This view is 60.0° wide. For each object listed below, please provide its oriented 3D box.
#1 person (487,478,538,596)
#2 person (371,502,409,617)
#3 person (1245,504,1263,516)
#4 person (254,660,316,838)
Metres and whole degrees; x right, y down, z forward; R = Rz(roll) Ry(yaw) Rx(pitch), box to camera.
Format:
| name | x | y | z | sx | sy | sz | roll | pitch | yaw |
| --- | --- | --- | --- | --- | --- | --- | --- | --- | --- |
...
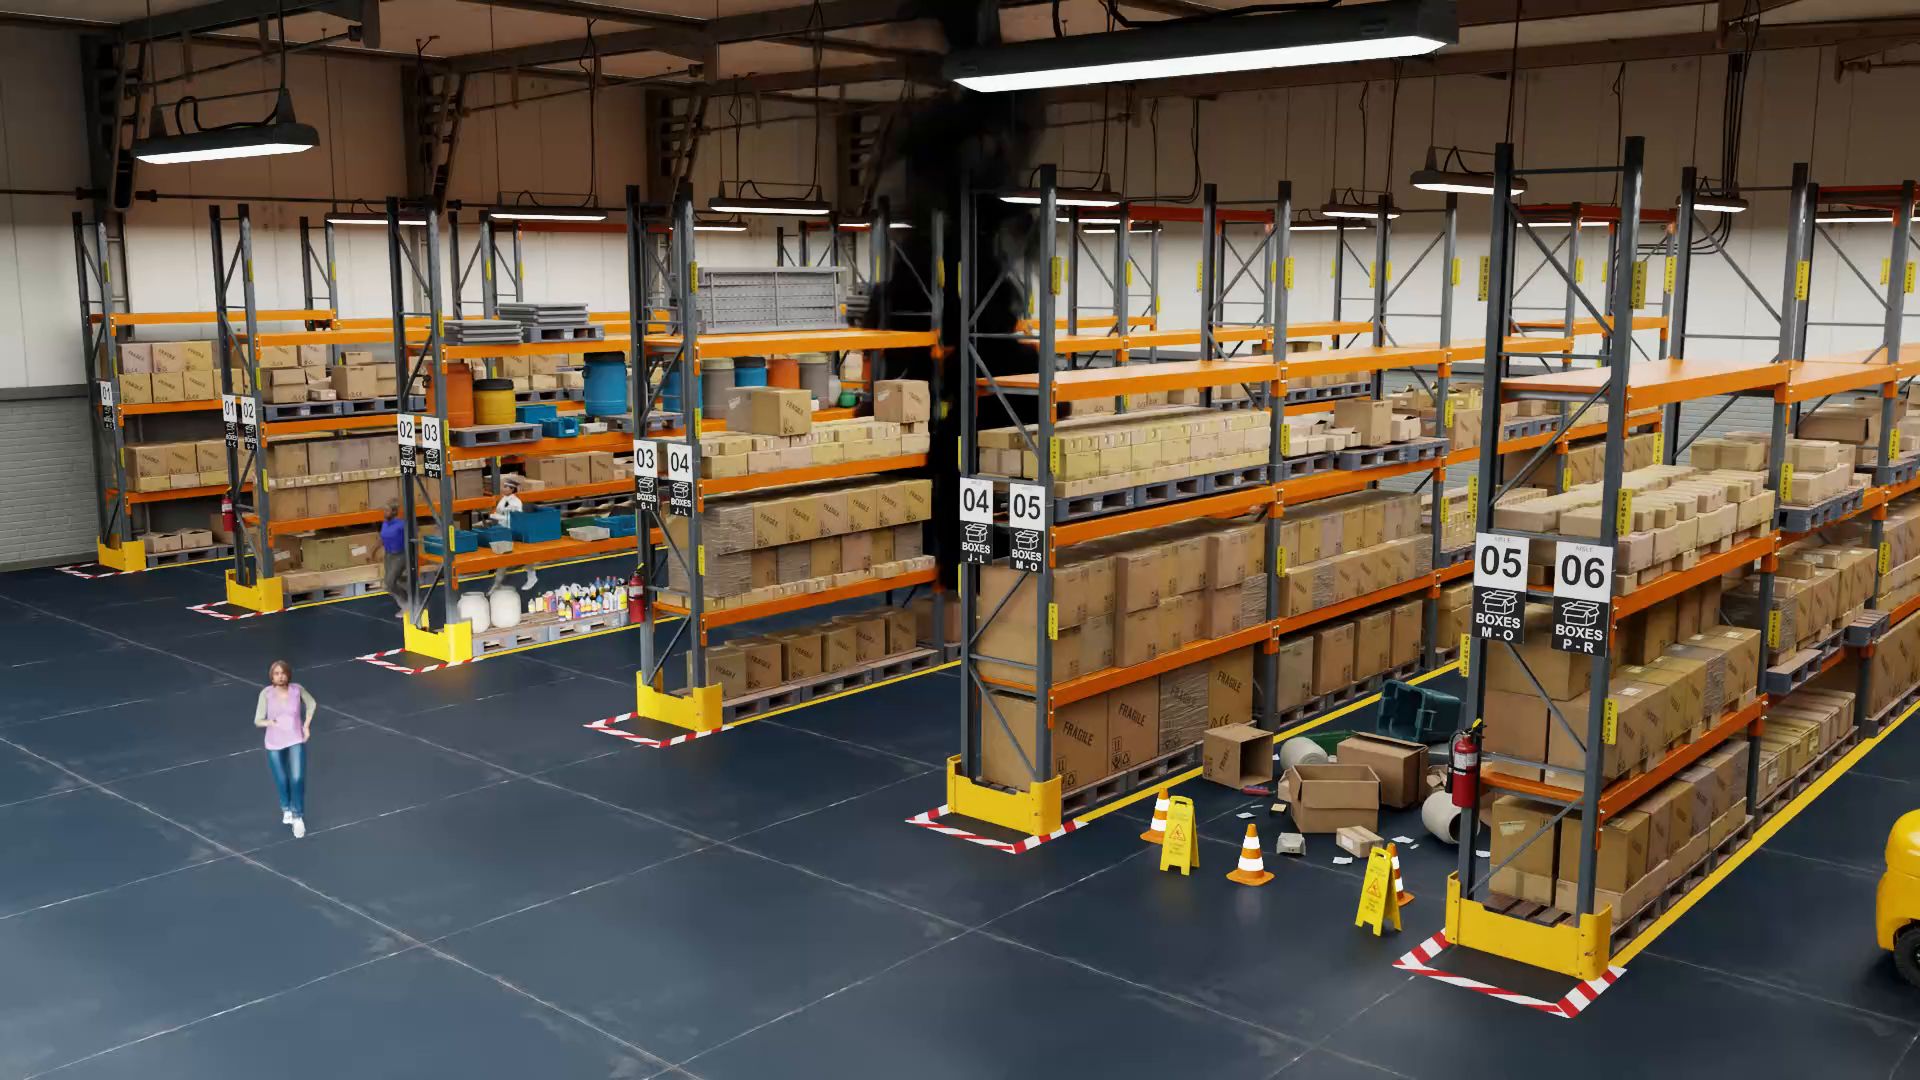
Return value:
| name | x | y | z | sx | sy | sz | roll | pitch | yaw |
| --- | --- | --- | --- | --- | --- | --- | --- | --- | --- |
| person | -6.677 | -0.069 | 24.711 | 0.596 | 1.742 | 0.792 | 8 | 12 | 39 |
| person | -7.839 | 0.285 | 23.003 | 0.585 | 1.617 | 0.564 | 5 | 11 | 29 |
| person | 4.086 | 0.237 | 23.286 | 0.606 | 1.609 | 0.556 | 6 | 11 | 31 |
| person | -6.115 | 1.905 | 15.108 | 0.513 | 1.603 | 0.650 | -3 | 10 | -18 |
